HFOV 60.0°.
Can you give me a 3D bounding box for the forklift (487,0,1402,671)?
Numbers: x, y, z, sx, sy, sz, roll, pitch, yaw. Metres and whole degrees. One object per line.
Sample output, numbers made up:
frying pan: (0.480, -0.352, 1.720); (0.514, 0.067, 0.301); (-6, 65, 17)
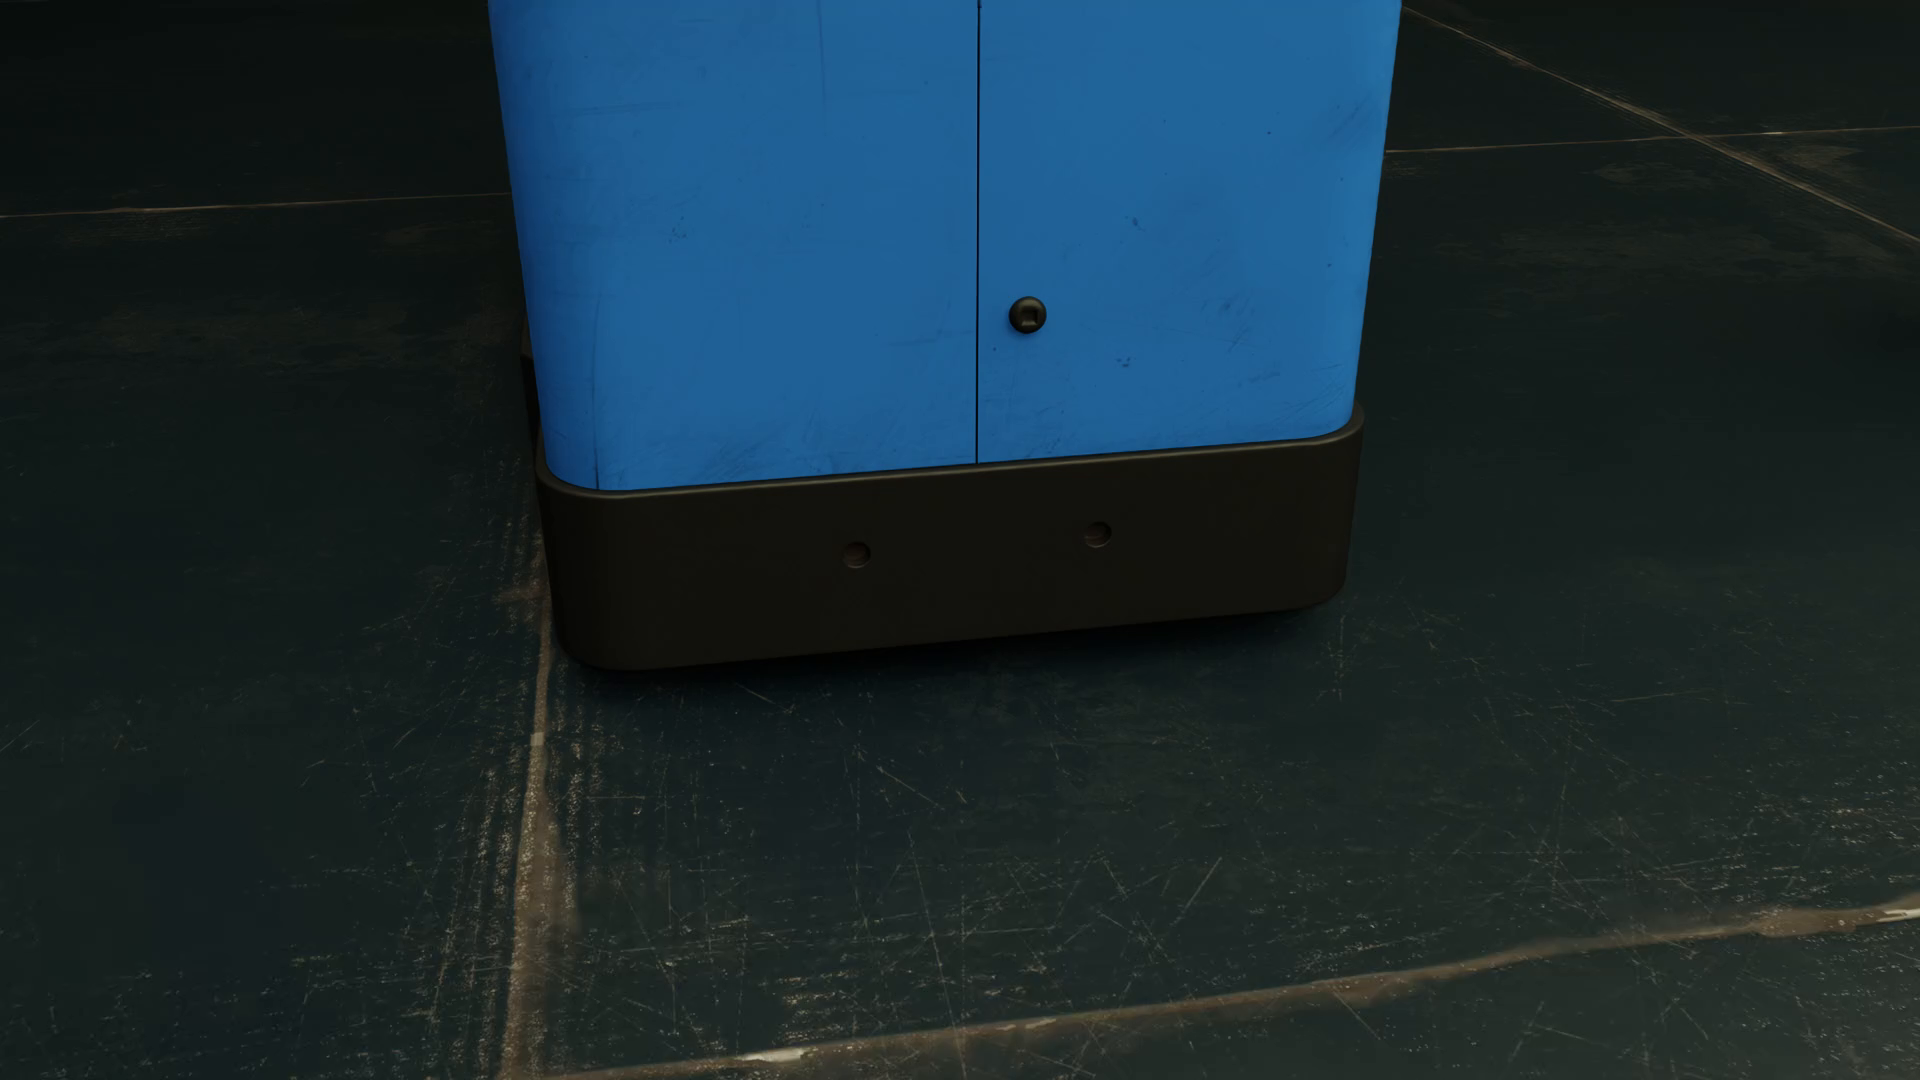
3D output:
forklift: (-0.245, -1.803, 2.771); (1.130, 2.935, 3.031); (-5, 28, -9)
